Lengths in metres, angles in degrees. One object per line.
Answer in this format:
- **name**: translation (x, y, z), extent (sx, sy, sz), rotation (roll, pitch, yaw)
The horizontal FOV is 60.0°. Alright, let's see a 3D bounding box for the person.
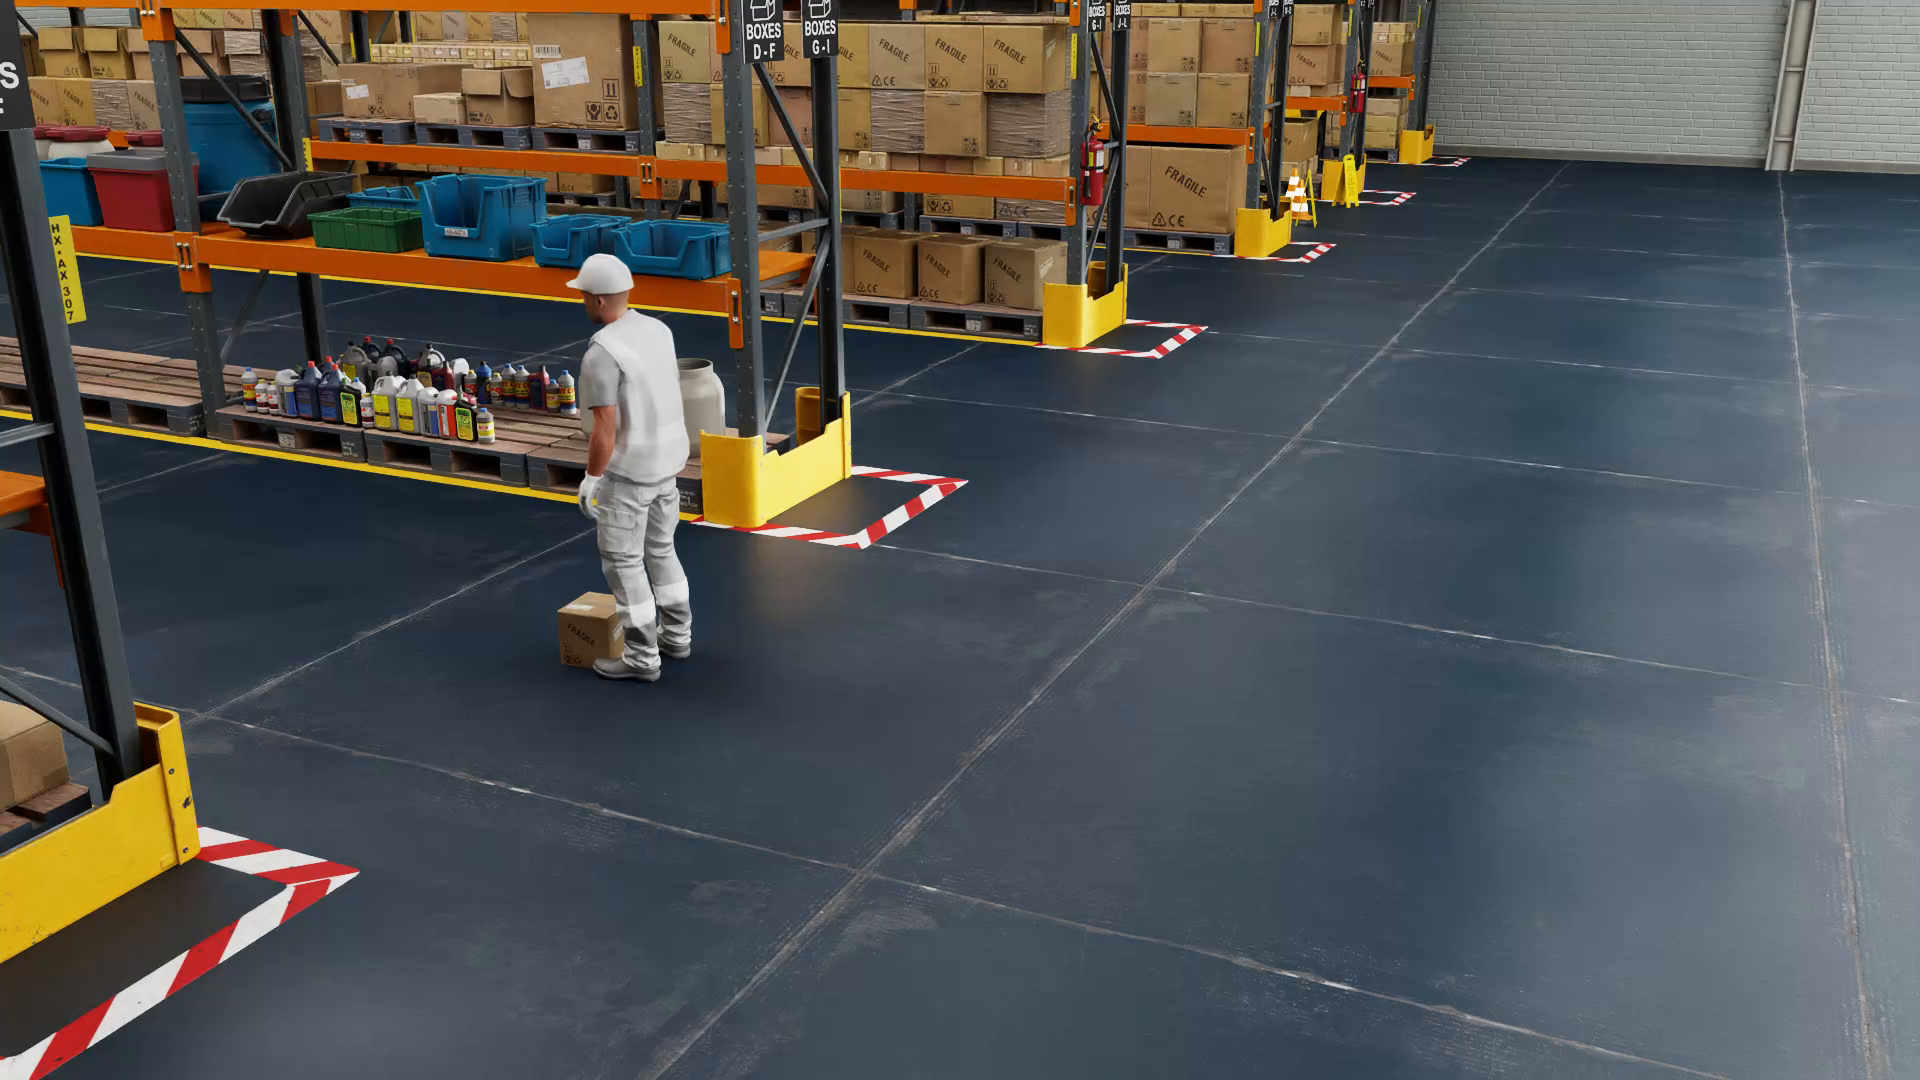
- **person**: translation (-1.361, -0.295, 6.904), extent (0.448, 1.780, 0.608), rotation (8, 21, 23)
